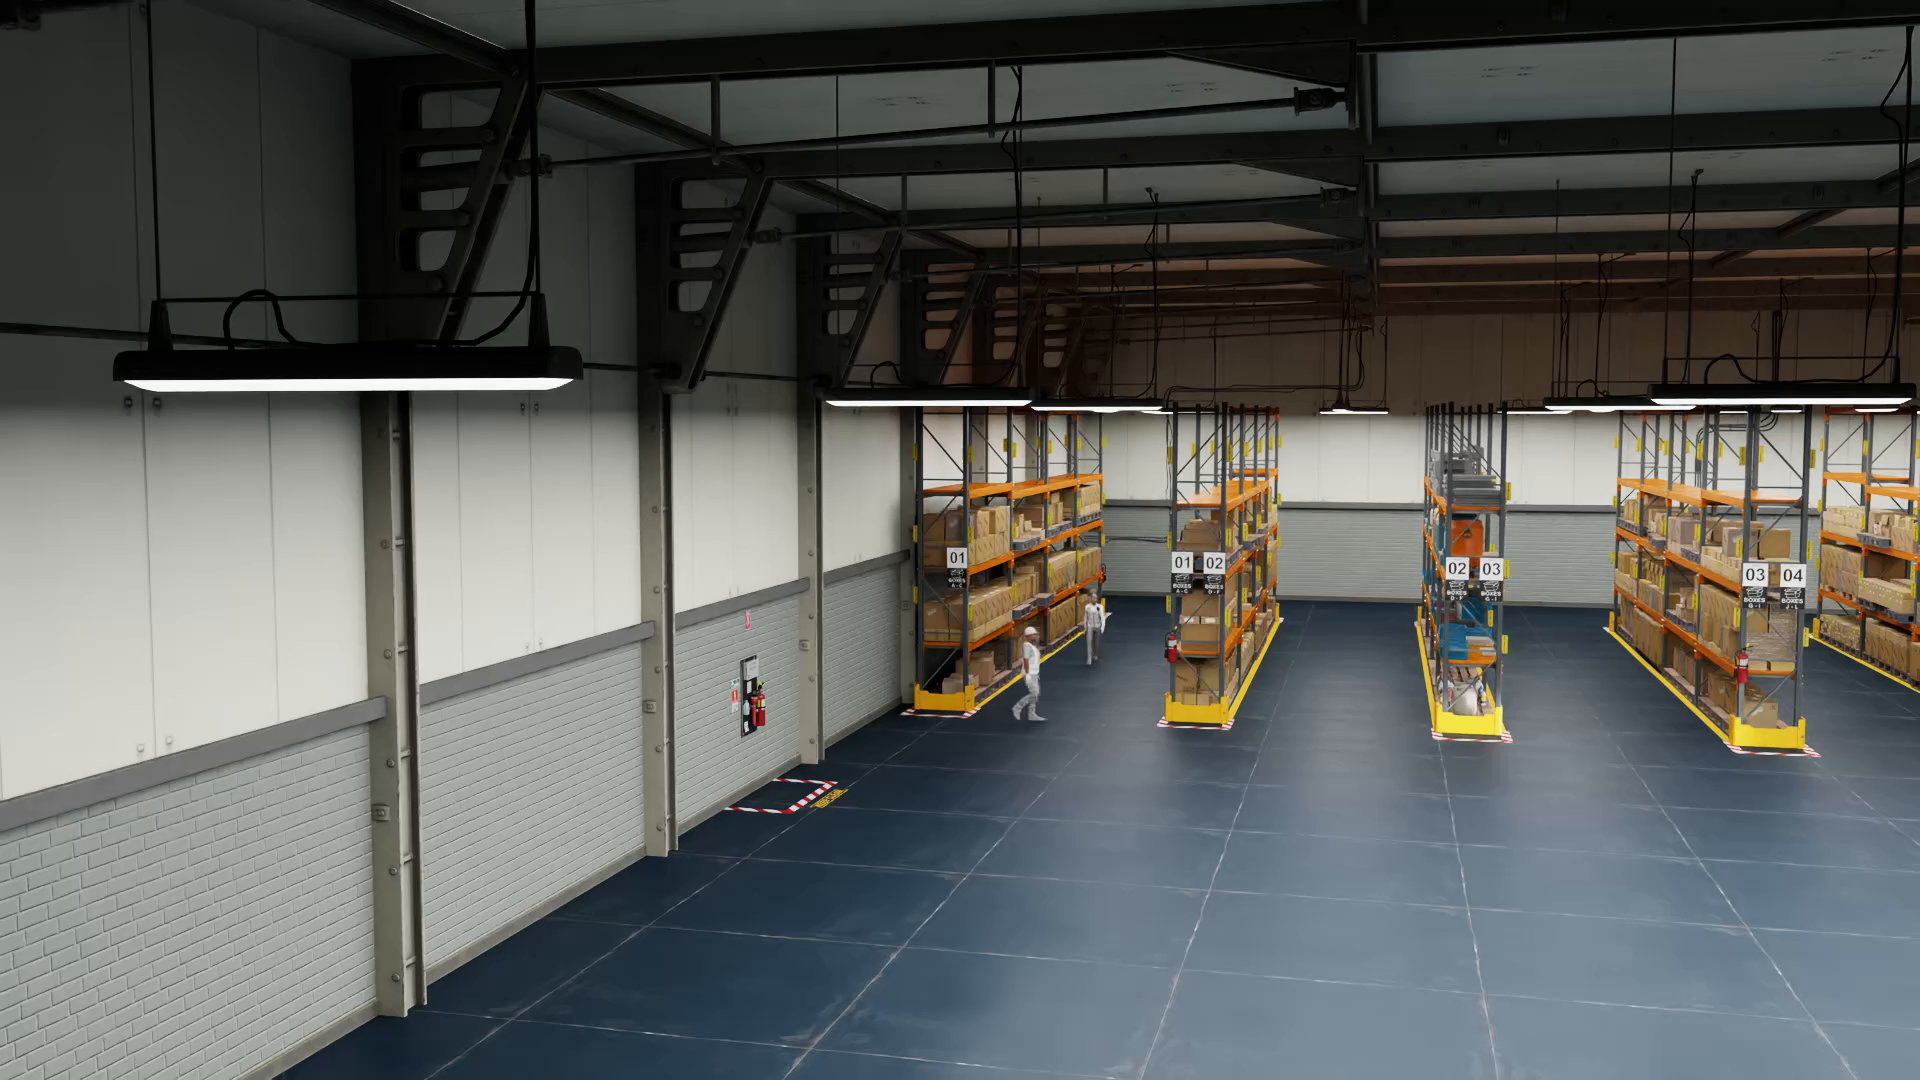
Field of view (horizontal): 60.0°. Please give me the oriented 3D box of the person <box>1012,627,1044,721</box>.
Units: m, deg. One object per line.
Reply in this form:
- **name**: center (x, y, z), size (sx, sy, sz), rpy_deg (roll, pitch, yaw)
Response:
- **person**: center (1.292, 2.517, 31.193), size (0.581, 1.773, 0.572), rpy_deg (1, 4, 9)

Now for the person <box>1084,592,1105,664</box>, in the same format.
- **person**: center (3.127, 2.025, 38.618), size (0.494, 1.620, 0.990), rpy_deg (0, 4, 2)
